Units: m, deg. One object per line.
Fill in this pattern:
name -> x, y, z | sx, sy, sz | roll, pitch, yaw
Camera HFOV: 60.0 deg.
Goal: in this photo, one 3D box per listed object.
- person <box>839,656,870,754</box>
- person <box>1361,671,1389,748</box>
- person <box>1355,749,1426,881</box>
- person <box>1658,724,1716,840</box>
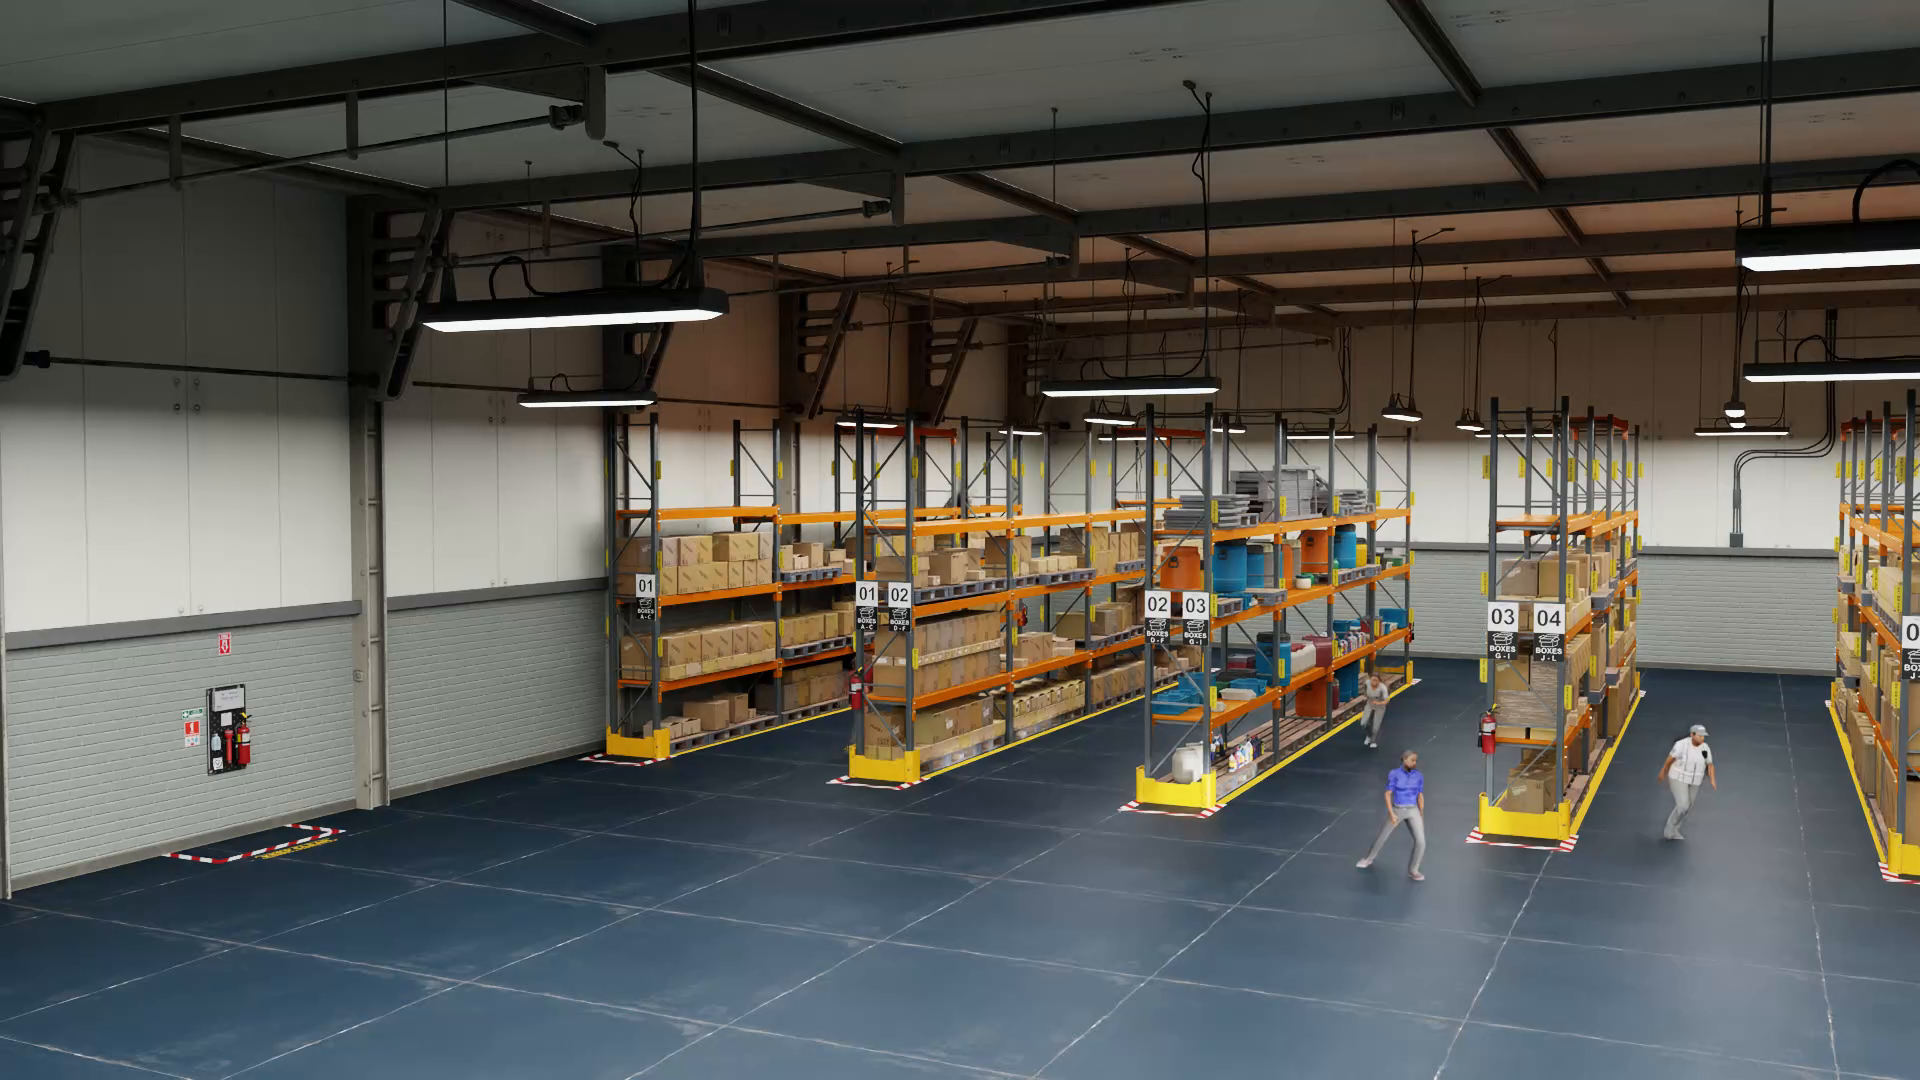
person -> -1.848, 2.908, 29.705 | 0.781, 1.723, 0.726 | -1, 3, -31
person -> 7.386, 3.017, 29.605 | 0.563, 1.405, 0.948 | 1, 3, 28
person -> 5.308, 3.340, 20.498 | 0.765, 1.590, 0.695 | 0, 2, -1
person -> 9.791, 3.256, 22.354 | 0.593, 1.606, 0.710 | 0, 2, -9
